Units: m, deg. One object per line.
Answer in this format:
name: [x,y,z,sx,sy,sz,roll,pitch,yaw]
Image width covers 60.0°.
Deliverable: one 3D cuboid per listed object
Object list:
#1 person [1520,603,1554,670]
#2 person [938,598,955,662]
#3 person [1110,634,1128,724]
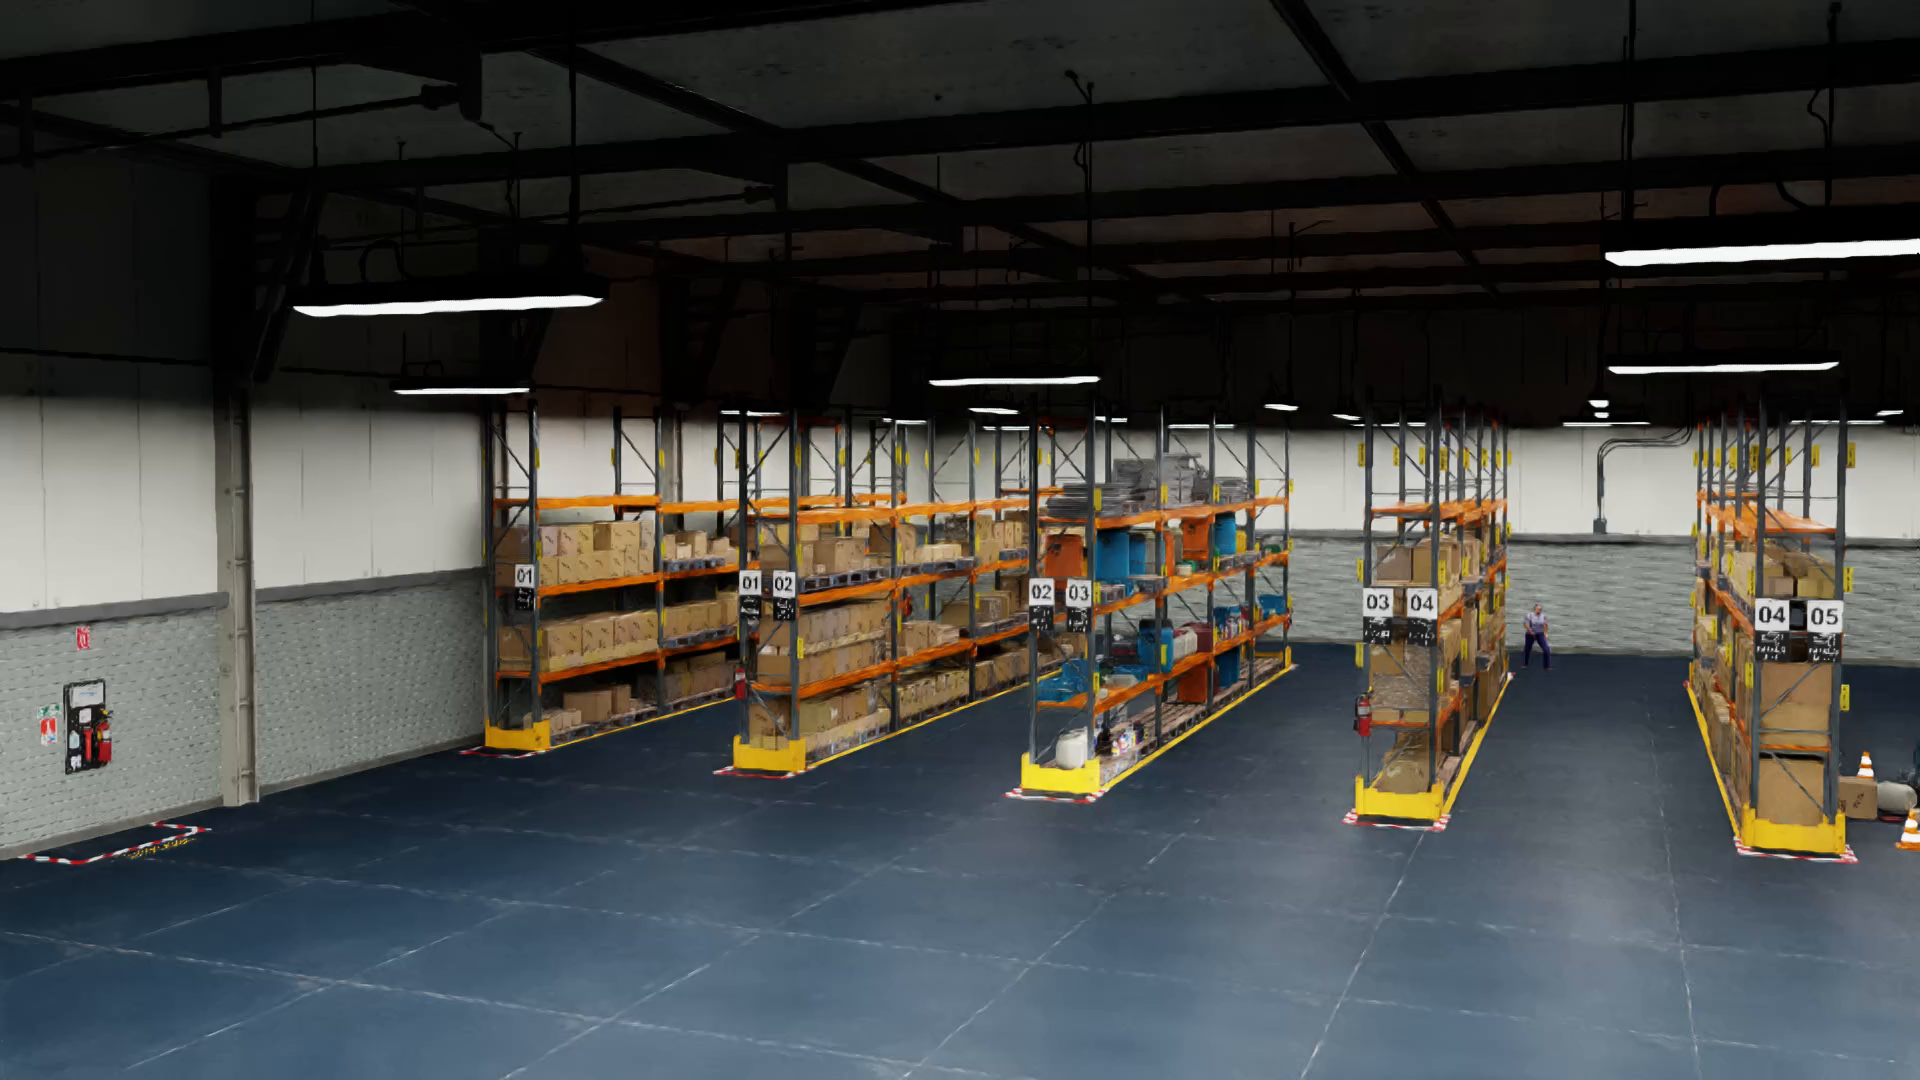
person: [13.676,2.261,39.437,0.656,1.581,0.818,0,3,5]
person: [-0.170,2.191,40.704,0.445,1.574,1.091,1,3,19]
person: [3.007,2.607,31.472,0.568,1.655,0.636,2,3,35]
